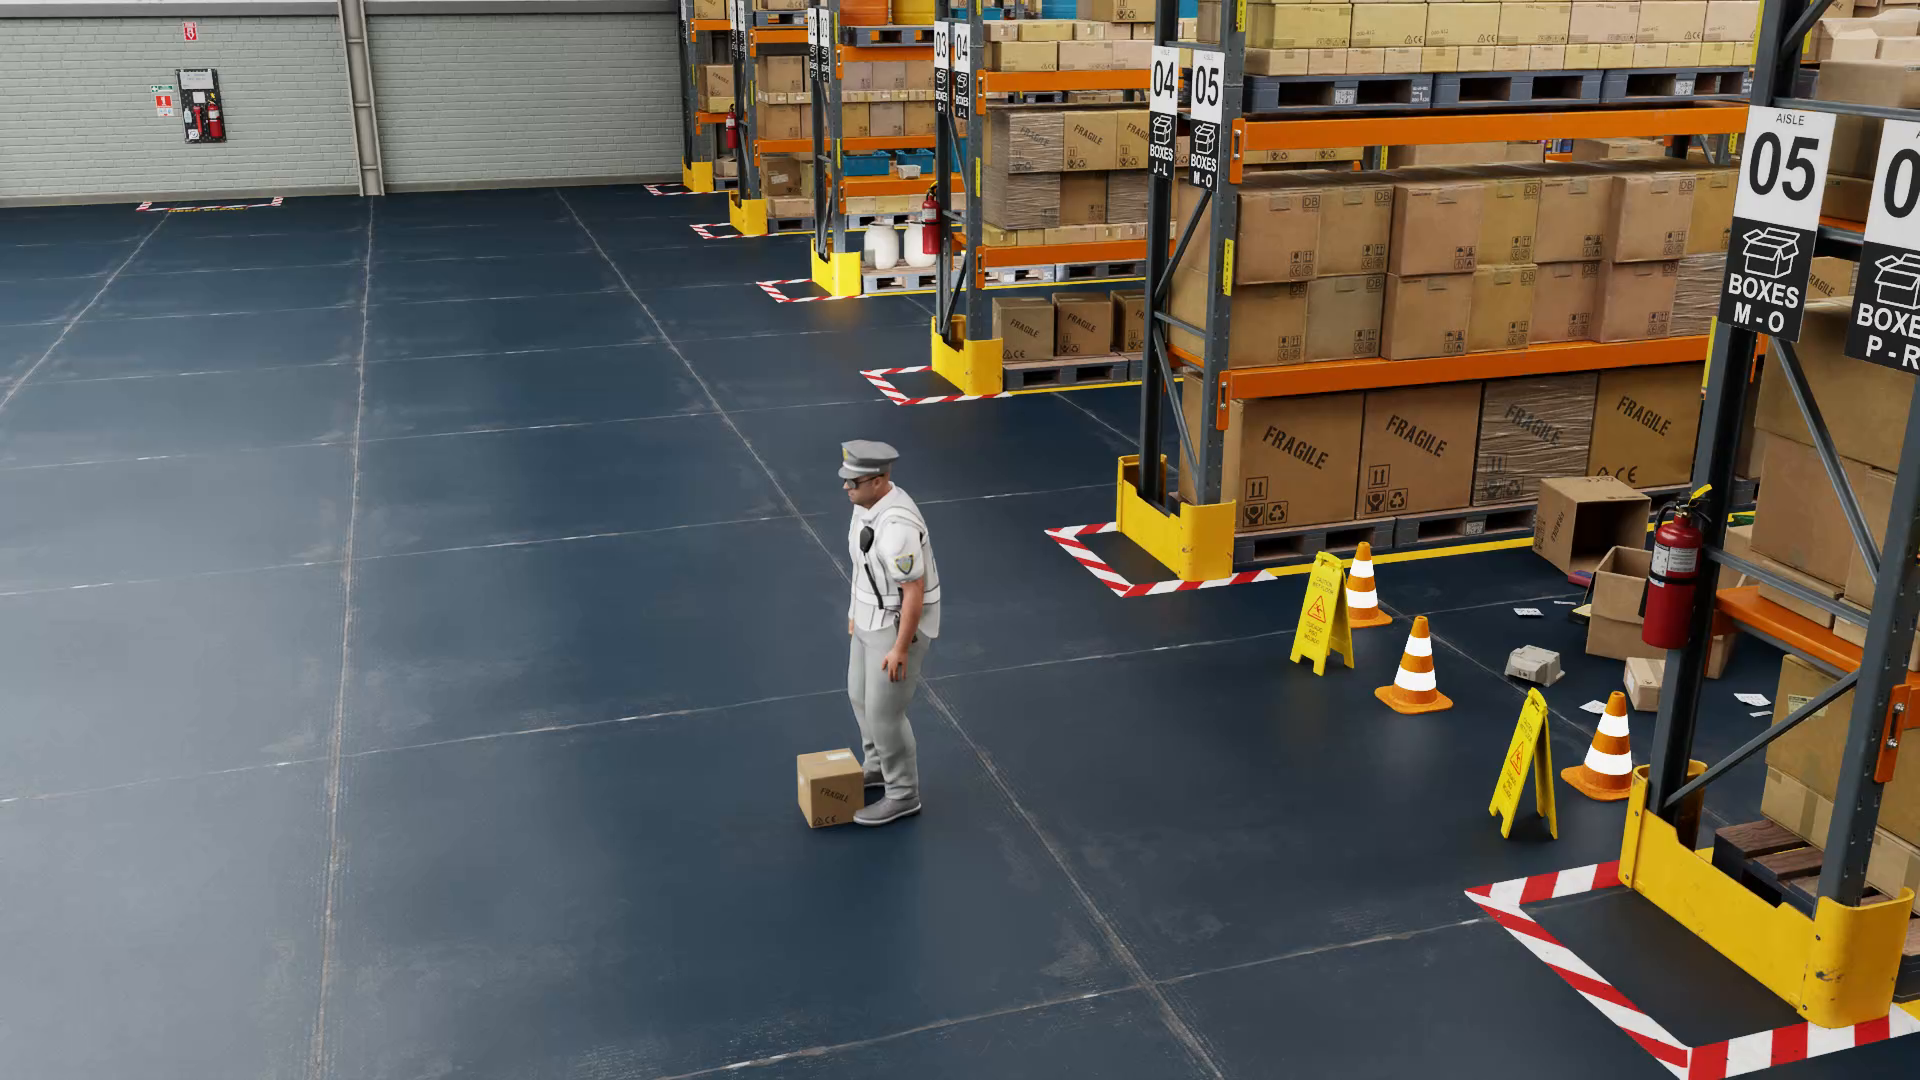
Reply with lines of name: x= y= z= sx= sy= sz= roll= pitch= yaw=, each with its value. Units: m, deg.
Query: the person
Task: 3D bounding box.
person: x=-0.327 y=0.391 z=7.426 sx=0.437 sy=1.747 sz=0.600 roll=-7 pitch=20 yaw=-20
